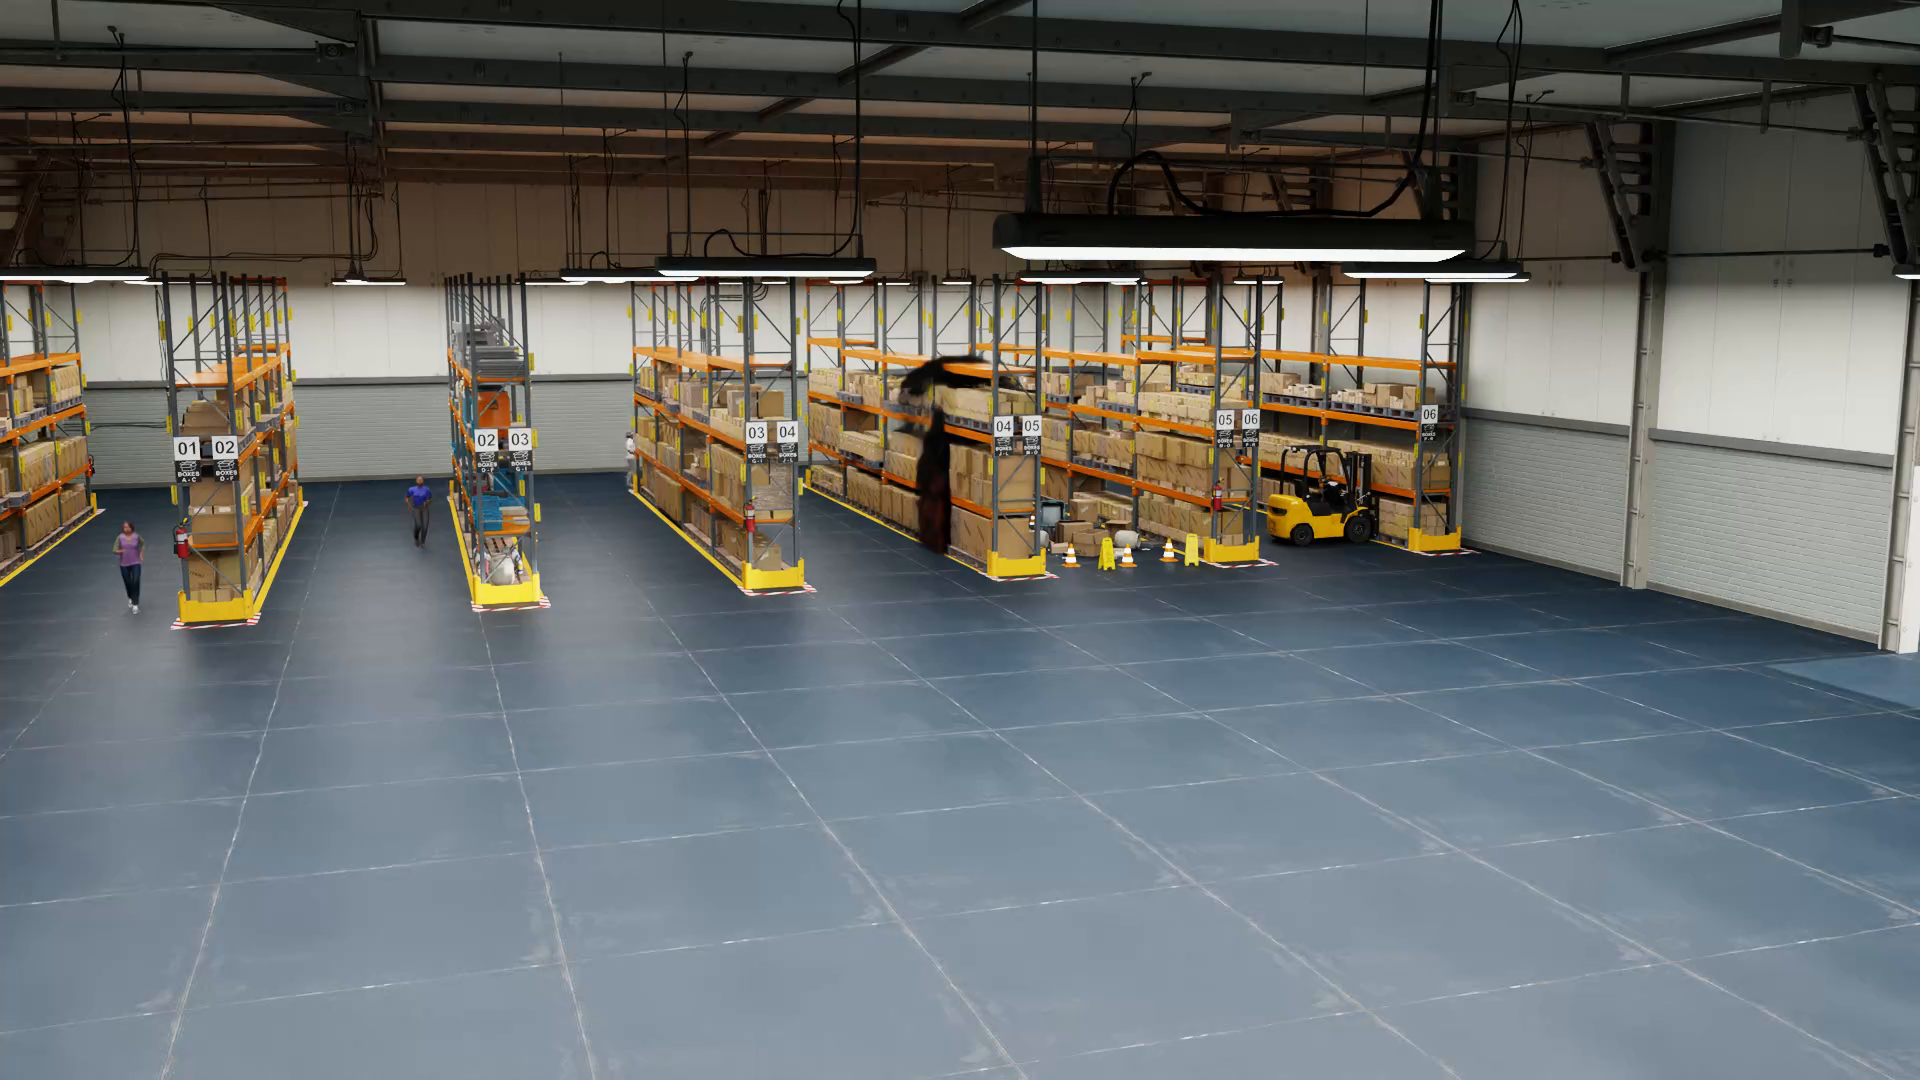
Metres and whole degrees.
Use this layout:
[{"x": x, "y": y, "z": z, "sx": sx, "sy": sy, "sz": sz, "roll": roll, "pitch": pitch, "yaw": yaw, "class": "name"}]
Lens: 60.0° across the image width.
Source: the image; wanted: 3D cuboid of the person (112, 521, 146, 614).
[{"x": -14.762, "y": 0.459, "z": 29.593, "sx": 0.534, "sy": 1.609, "sz": 0.807, "roll": -4, "pitch": 9, "yaw": -22, "class": "person"}]

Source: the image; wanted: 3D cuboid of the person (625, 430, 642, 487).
[{"x": -9.443, "y": -2.378, "z": 48.251, "sx": 0.546, "sy": 1.656, "sz": 0.574, "roll": 0, "pitch": 9, "yaw": -3, "class": "person"}]

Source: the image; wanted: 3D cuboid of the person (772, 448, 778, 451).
[{"x": -5.255, "y": -2.230, "z": 46.918, "sx": 0.762, "sy": 1.779, "sz": 0.928, "roll": -1, "pitch": 9, "yaw": -7, "class": "person"}]

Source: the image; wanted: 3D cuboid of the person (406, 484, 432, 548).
[{"x": -11.927, "y": -0.526, "z": 36.788, "sx": 0.521, "sy": 1.415, "sz": 0.577, "roll": -5, "pitch": 10, "yaw": -28, "class": "person"}]
